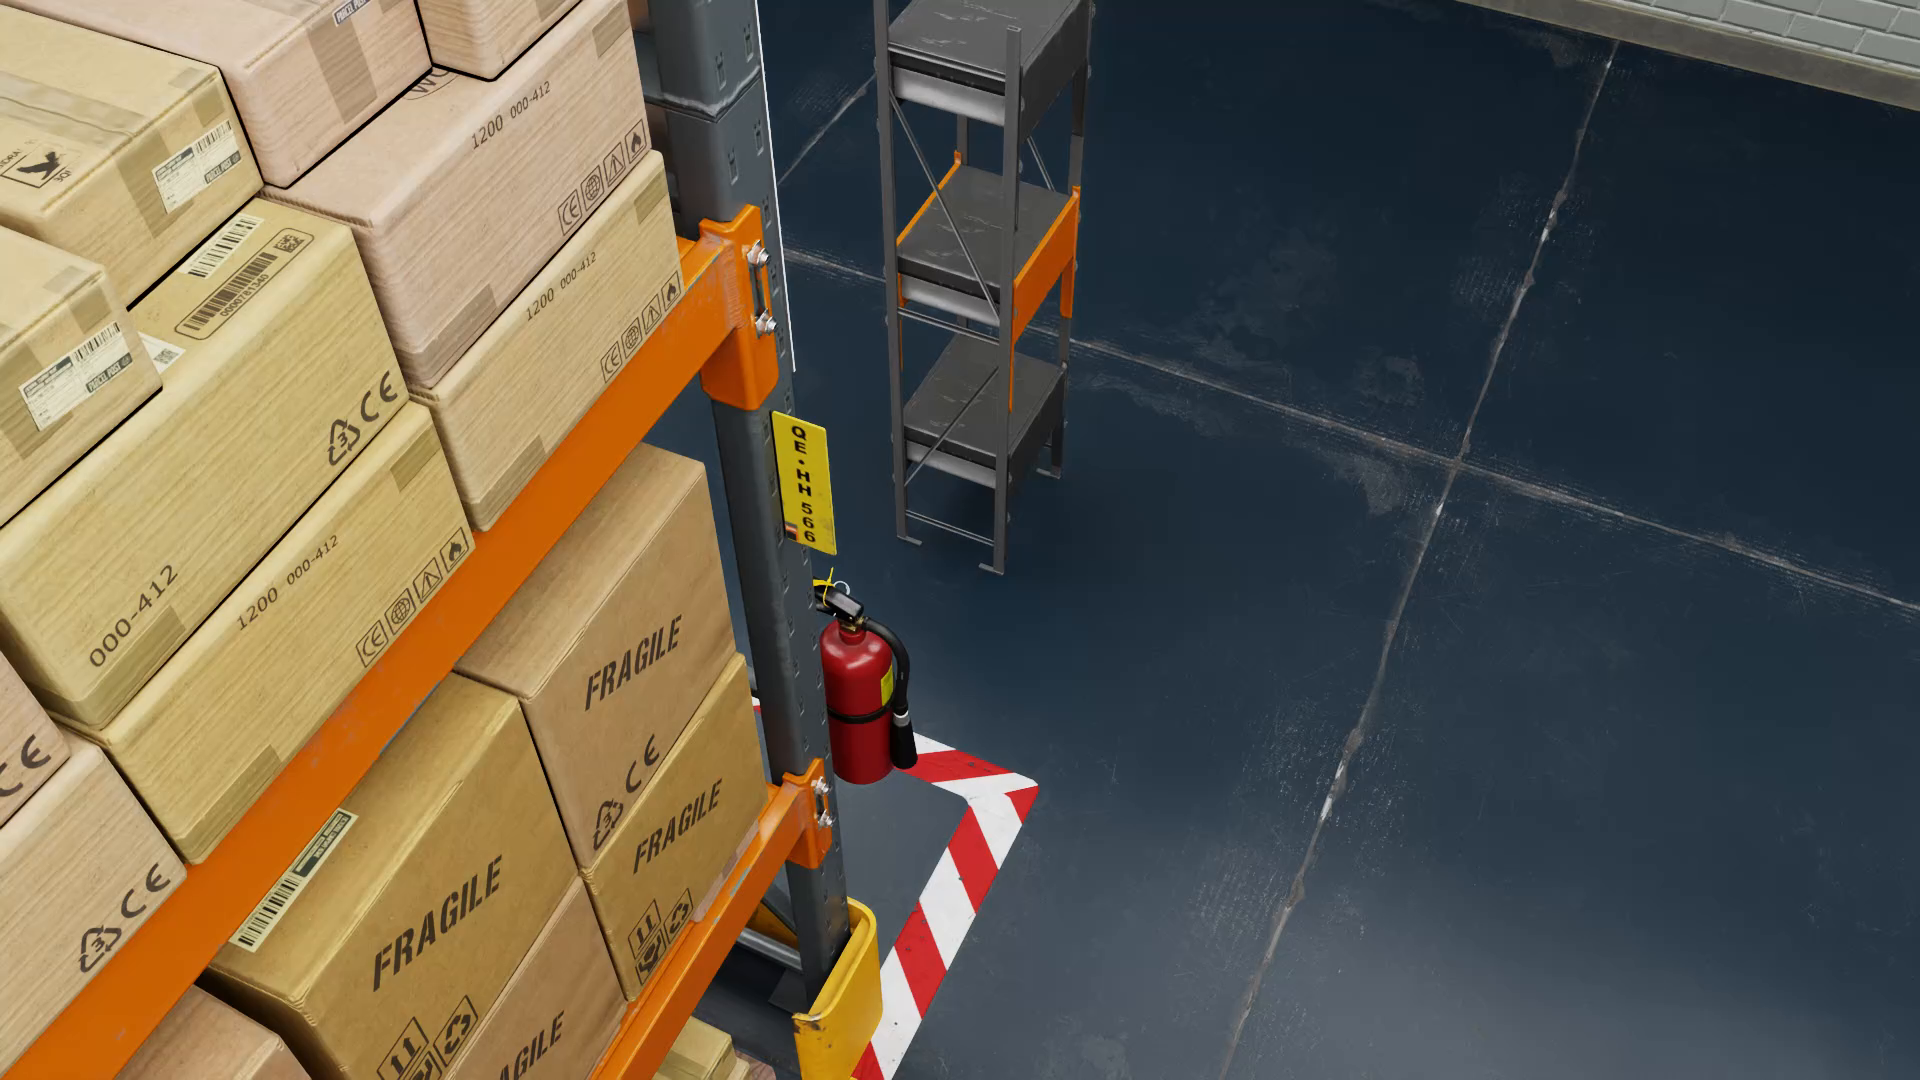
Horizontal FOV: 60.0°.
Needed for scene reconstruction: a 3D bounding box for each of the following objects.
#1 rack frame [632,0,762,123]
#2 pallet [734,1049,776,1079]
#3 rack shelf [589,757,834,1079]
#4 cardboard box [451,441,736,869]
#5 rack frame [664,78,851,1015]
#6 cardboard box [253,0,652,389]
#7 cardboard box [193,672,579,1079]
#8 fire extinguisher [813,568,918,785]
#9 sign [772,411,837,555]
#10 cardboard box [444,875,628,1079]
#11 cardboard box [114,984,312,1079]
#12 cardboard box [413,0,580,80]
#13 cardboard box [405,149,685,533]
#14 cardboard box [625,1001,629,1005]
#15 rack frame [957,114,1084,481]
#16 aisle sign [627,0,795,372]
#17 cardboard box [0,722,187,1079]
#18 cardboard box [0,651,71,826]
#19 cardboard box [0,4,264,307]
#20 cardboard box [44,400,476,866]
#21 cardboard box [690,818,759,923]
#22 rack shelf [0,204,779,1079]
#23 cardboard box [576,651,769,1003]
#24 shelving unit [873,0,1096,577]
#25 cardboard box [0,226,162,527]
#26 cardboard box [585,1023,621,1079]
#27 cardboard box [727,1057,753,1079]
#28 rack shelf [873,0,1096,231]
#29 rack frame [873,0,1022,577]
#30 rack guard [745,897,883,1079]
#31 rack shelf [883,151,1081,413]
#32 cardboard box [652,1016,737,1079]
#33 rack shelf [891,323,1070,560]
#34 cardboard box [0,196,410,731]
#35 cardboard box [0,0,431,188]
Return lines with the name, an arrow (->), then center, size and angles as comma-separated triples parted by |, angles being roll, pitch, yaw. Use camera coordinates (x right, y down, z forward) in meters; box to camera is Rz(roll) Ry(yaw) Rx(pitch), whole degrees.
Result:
rack frame -> -0.762, -1.755, 1.335 | 1.000, 3.000, 0.127 | 20, 52, 16
pallet -> -1.174, 1.693, 4.171 | 1.003, 0.211, 1.213 | 20, 52, 16
rack shelf -> -1.617, 1.800, 2.722 | 1.077, 0.370, 4.000 | 20, 52, 16
cardboard box -> -0.733, 0.132, 2.750 | 0.500, 0.500, 0.500 | 19, 52, 15
rack frame -> -0.762, 0.189, 3.619 | 1.000, 3.000, 0.127 | 20, 52, 16
cardboard box -> -0.729, -0.496, 2.003 | 0.500, 0.250, 0.500 | 18, 52, 15
cardboard box -> -0.949, 0.481, 2.453 | 0.500, 0.500, 0.500 | 18, 52, 15
fire extinguisher -> -0.237, 0.312, 3.811 | 0.296, 0.674, 0.183 | 20, 52, 16
sign -> -0.269, -0.094, 2.893 | 0.100, 0.325, 0.005 | 20, 52, 16
cardboard box -> -0.946, 0.807, 2.833 | 0.500, 0.500, 0.500 | 19, 52, 16
cardboard box -> -1.163, 0.842, 2.146 | 0.500, 0.500, 0.500 | 22, 53, 18
cardboard box -> -0.639, -0.701, 1.916 | 0.380, 0.149, 0.250 | 19, 52, 16
cardboard box -> -0.717, -0.335, 2.194 | 0.500, 0.250, 0.500 | 19, 52, 15
cardboard box -> -0.786, 0.746, 3.311 | 0.380, 0.149, 0.250 | 20, 52, 16
rack frame -> 0.175, -0.962, 5.190 | 0.400, 2.100, 0.015 | 20, 52, 16
aisle sign -> -0.460, -0.606, 2.589 | 0.394, 0.787, 0.004 | 20, 52, 16
cardboard box -> -1.153, 0.356, 1.607 | 0.500, 0.250, 0.500 | 22, 53, 18
cardboard box -> -1.168, 0.208, 1.404 | 0.500, 0.250, 0.500 | 21, 53, 17
cardboard box -> -0.941, -0.386, 1.648 | 0.380, 0.149, 0.250 | 18, 52, 15
cardboard box -> -0.929, 0.019, 1.893 | 0.500, 0.250, 0.500 | 20, 52, 16
cardboard box -> -0.646, 0.587, 3.446 | 0.380, 0.149, 0.250 | 20, 52, 16
rack shelf -> -1.617, 0.827, 1.579 | 1.077, 0.370, 4.000 | 20, 52, 16
cardboard box -> -0.722, 0.454, 3.134 | 0.500, 0.500, 0.500 | 21, 53, 17
shelving unit -> 0.071, -0.794, 5.047 | 0.431, 2.100, 0.503 | 20, 52, 16
cardboard box -> -0.956, -0.169, 1.463 | 0.380, 0.149, 0.250 | 21, 53, 17
cardboard box -> -0.880, 0.924, 3.159 | 0.380, 0.149, 0.250 | 19, 52, 16
cardboard box -> -0.730, 1.337, 4.044 | 0.380, 0.149, 0.250 | 19, 52, 15
rack shelf -> 0.071, -1.239, 4.525 | 0.431, 0.518, 0.480 | 20, 52, 16
rack frame -> -0.034, -0.626, 4.904 | 0.400, 2.100, 0.015 | 20, 52, 16
rack guard -> -0.795, 1.052, 4.527 | 1.175, 0.500, 0.348 | 20, 52, 16
rack shelf -> 0.071, -0.786, 5.058 | 0.431, 0.518, 0.480 | 20, 52, 16
cardboard box -> -0.759, 1.231, 3.938 | 0.380, 0.149, 0.250 | 20, 53, 16
rack shelf -> 0.071, -0.332, 5.591 | 0.431, 0.518, 0.480 | 20, 52, 16
cardboard box -> -0.946, -0.144, 1.703 | 0.500, 0.250, 0.500 | 19, 52, 15
cardboard box -> -0.813, -0.556, 1.793 | 0.380, 0.149, 0.250 | 20, 53, 17
